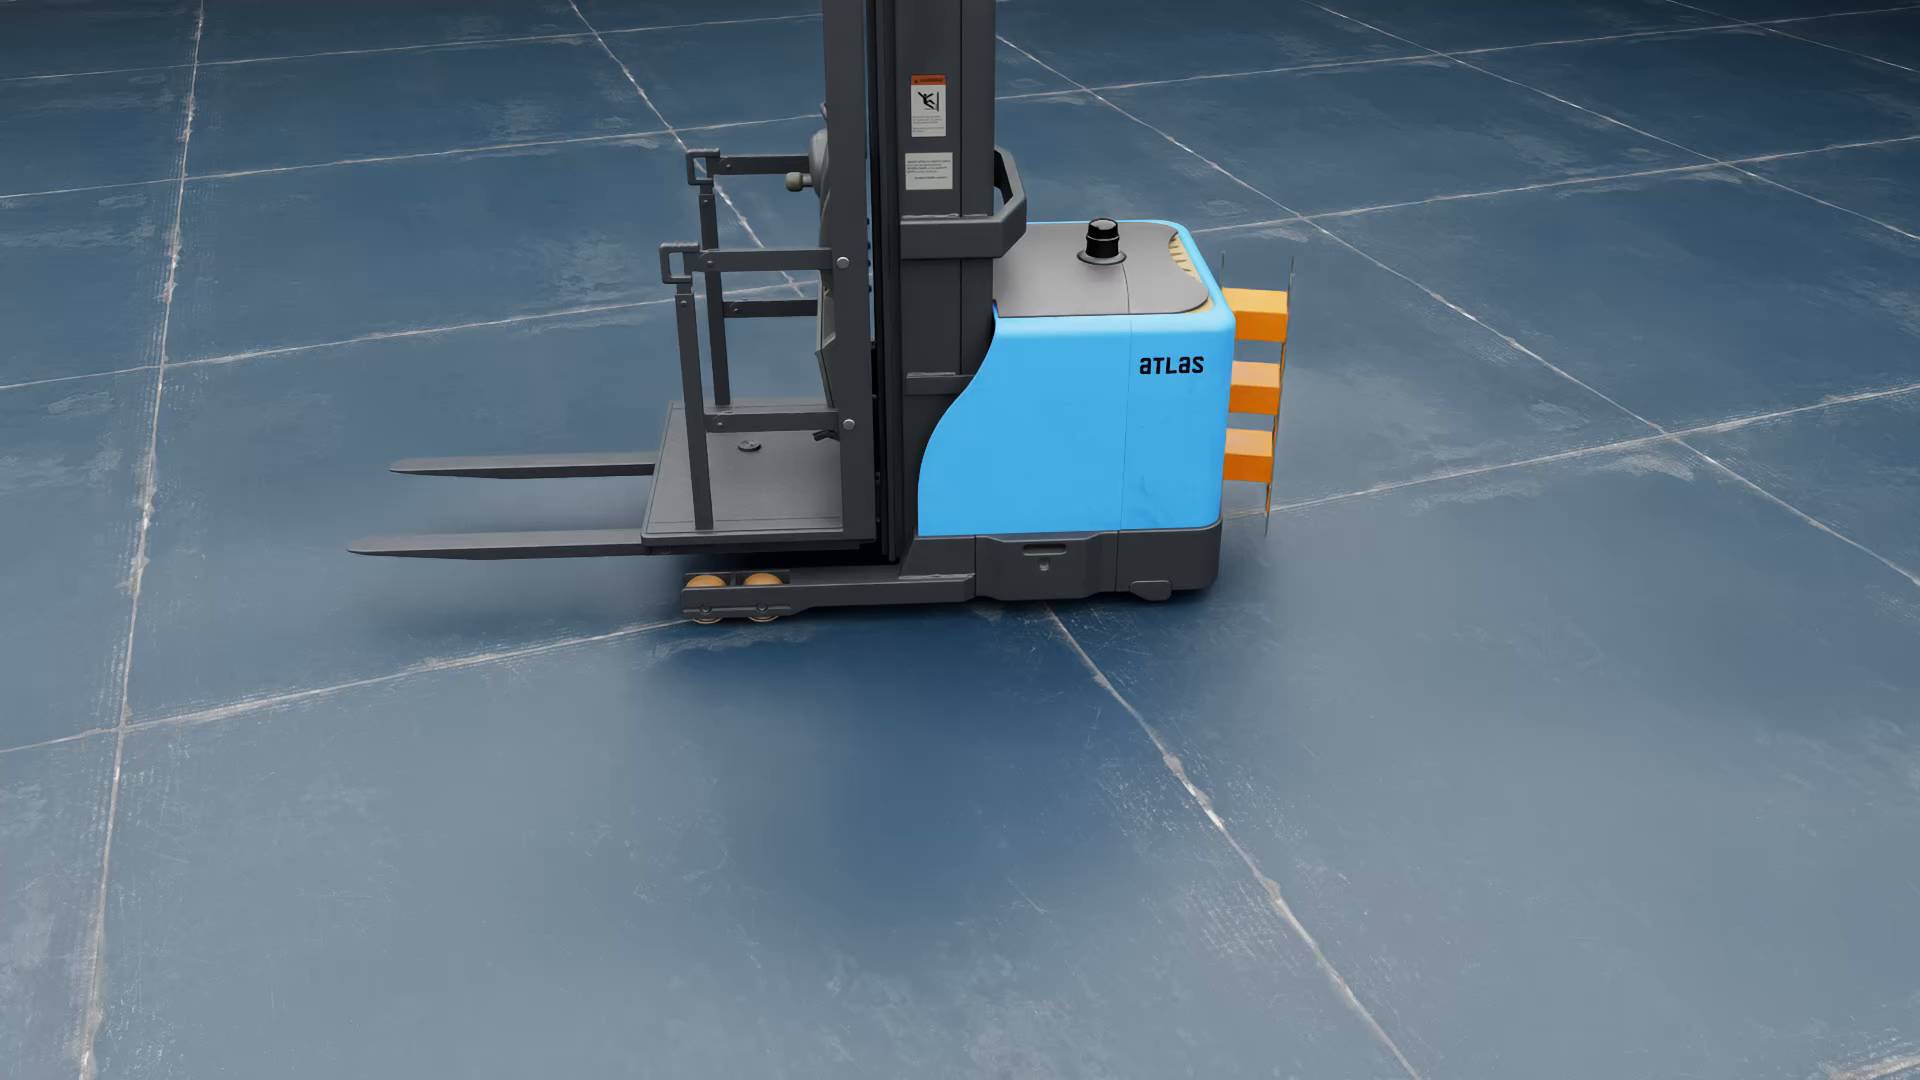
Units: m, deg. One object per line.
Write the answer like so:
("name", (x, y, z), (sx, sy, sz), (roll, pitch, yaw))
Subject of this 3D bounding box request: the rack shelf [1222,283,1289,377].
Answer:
("rack shelf", (1.046, -0.755, 5.959), (0.240, 0.259, 0.215), (5, 31, 8))

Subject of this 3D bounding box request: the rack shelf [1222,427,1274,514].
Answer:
("rack shelf", (1.047, -0.270, 6.243), (0.240, 0.259, 0.215), (5, 31, 8))

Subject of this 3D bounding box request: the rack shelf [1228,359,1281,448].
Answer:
("rack shelf", (1.046, -0.510, 6.103), (0.240, 0.259, 0.215), (5, 31, 8))

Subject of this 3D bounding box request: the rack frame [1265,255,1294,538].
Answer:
("rack frame", (1.167, -0.509, 6.079), (0.008, 1.050, 0.200), (5, 31, 8))

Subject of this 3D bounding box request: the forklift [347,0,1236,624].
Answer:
("forklift", (-0.625, -1.254, 5.491), (3.031, 2.935, 1.130), (-2, 30, -3))

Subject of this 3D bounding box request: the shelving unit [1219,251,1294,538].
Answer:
("shelving unit", (1.046, -0.519, 6.097), (0.252, 1.050, 0.215), (5, 31, 8))

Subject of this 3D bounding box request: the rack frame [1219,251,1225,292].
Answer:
("rack frame", (0.926, -0.529, 6.115), (0.008, 1.050, 0.200), (5, 31, 8))
